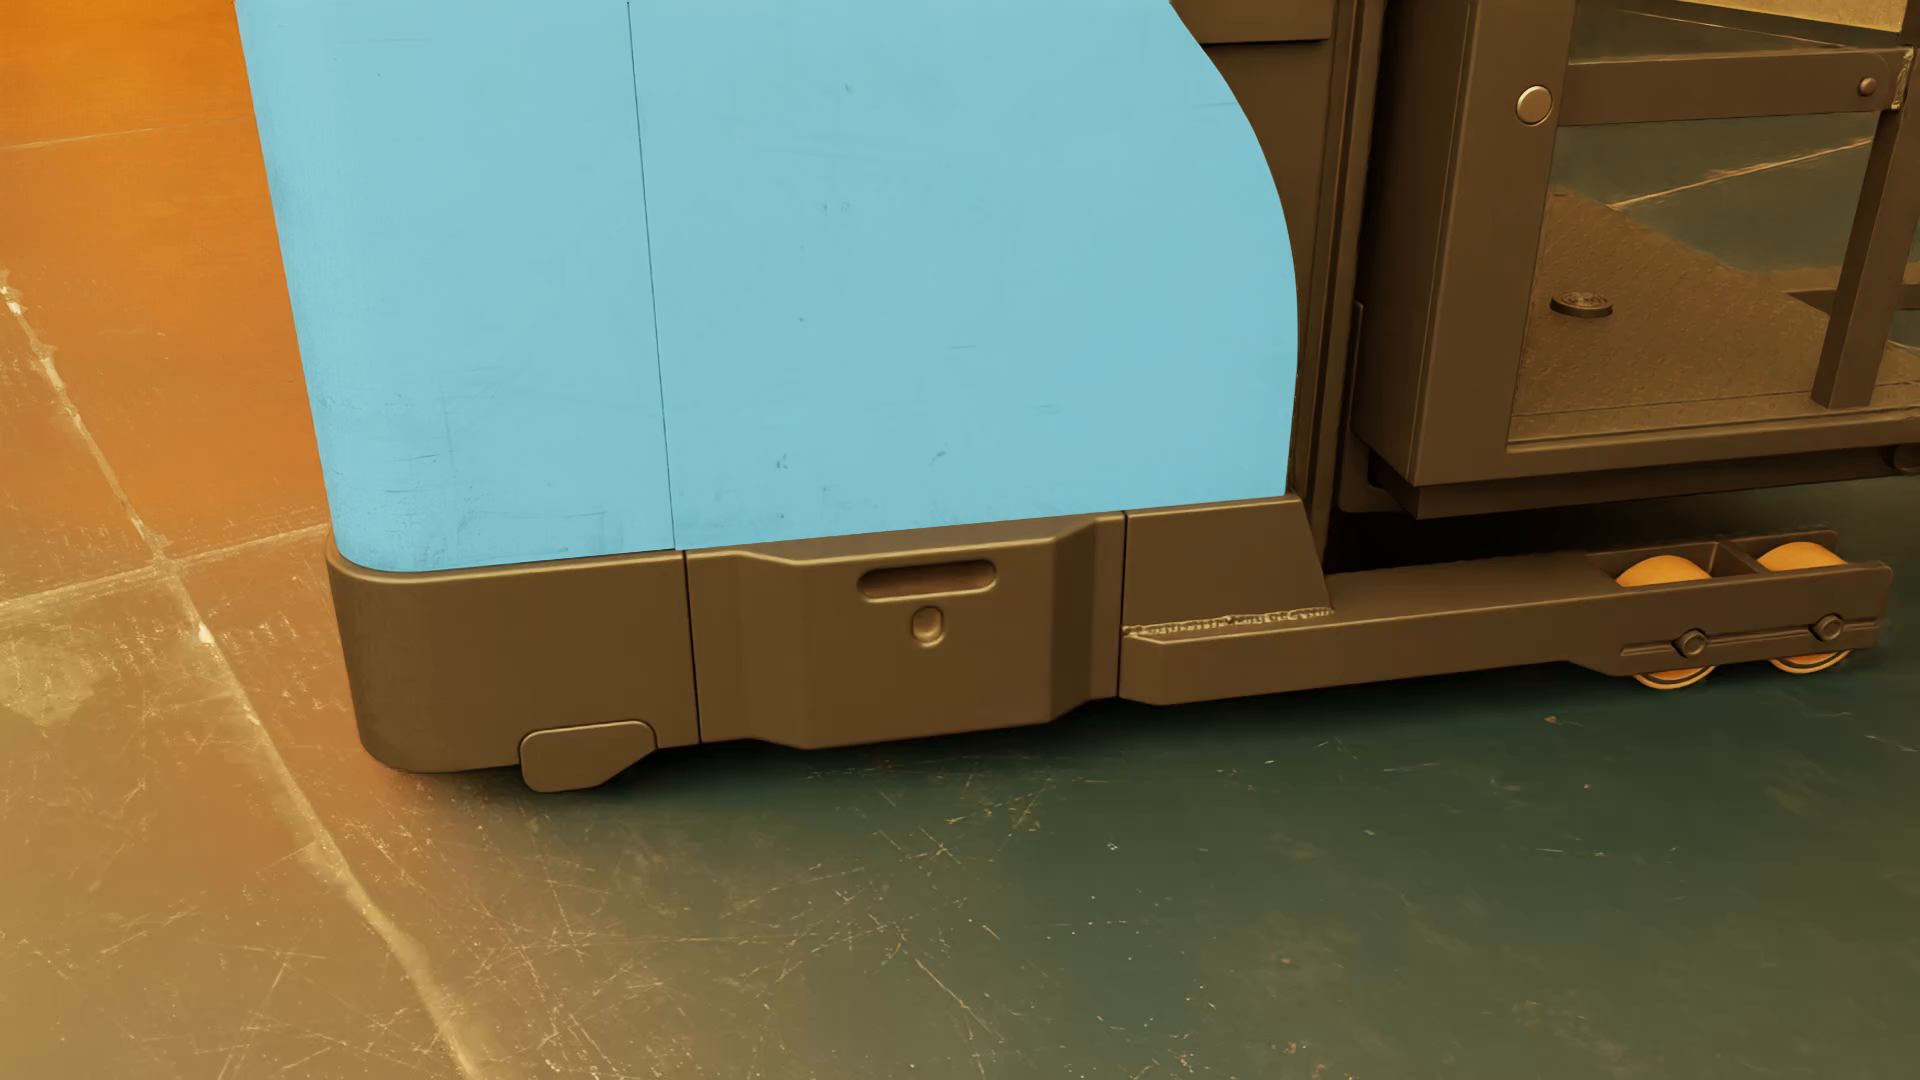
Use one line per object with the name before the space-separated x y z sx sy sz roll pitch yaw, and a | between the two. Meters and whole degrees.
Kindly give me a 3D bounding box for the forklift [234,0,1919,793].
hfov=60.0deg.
forklift | 0.714 -1.347 1.917 3.031 2.935 1.130 -5 27 -10
